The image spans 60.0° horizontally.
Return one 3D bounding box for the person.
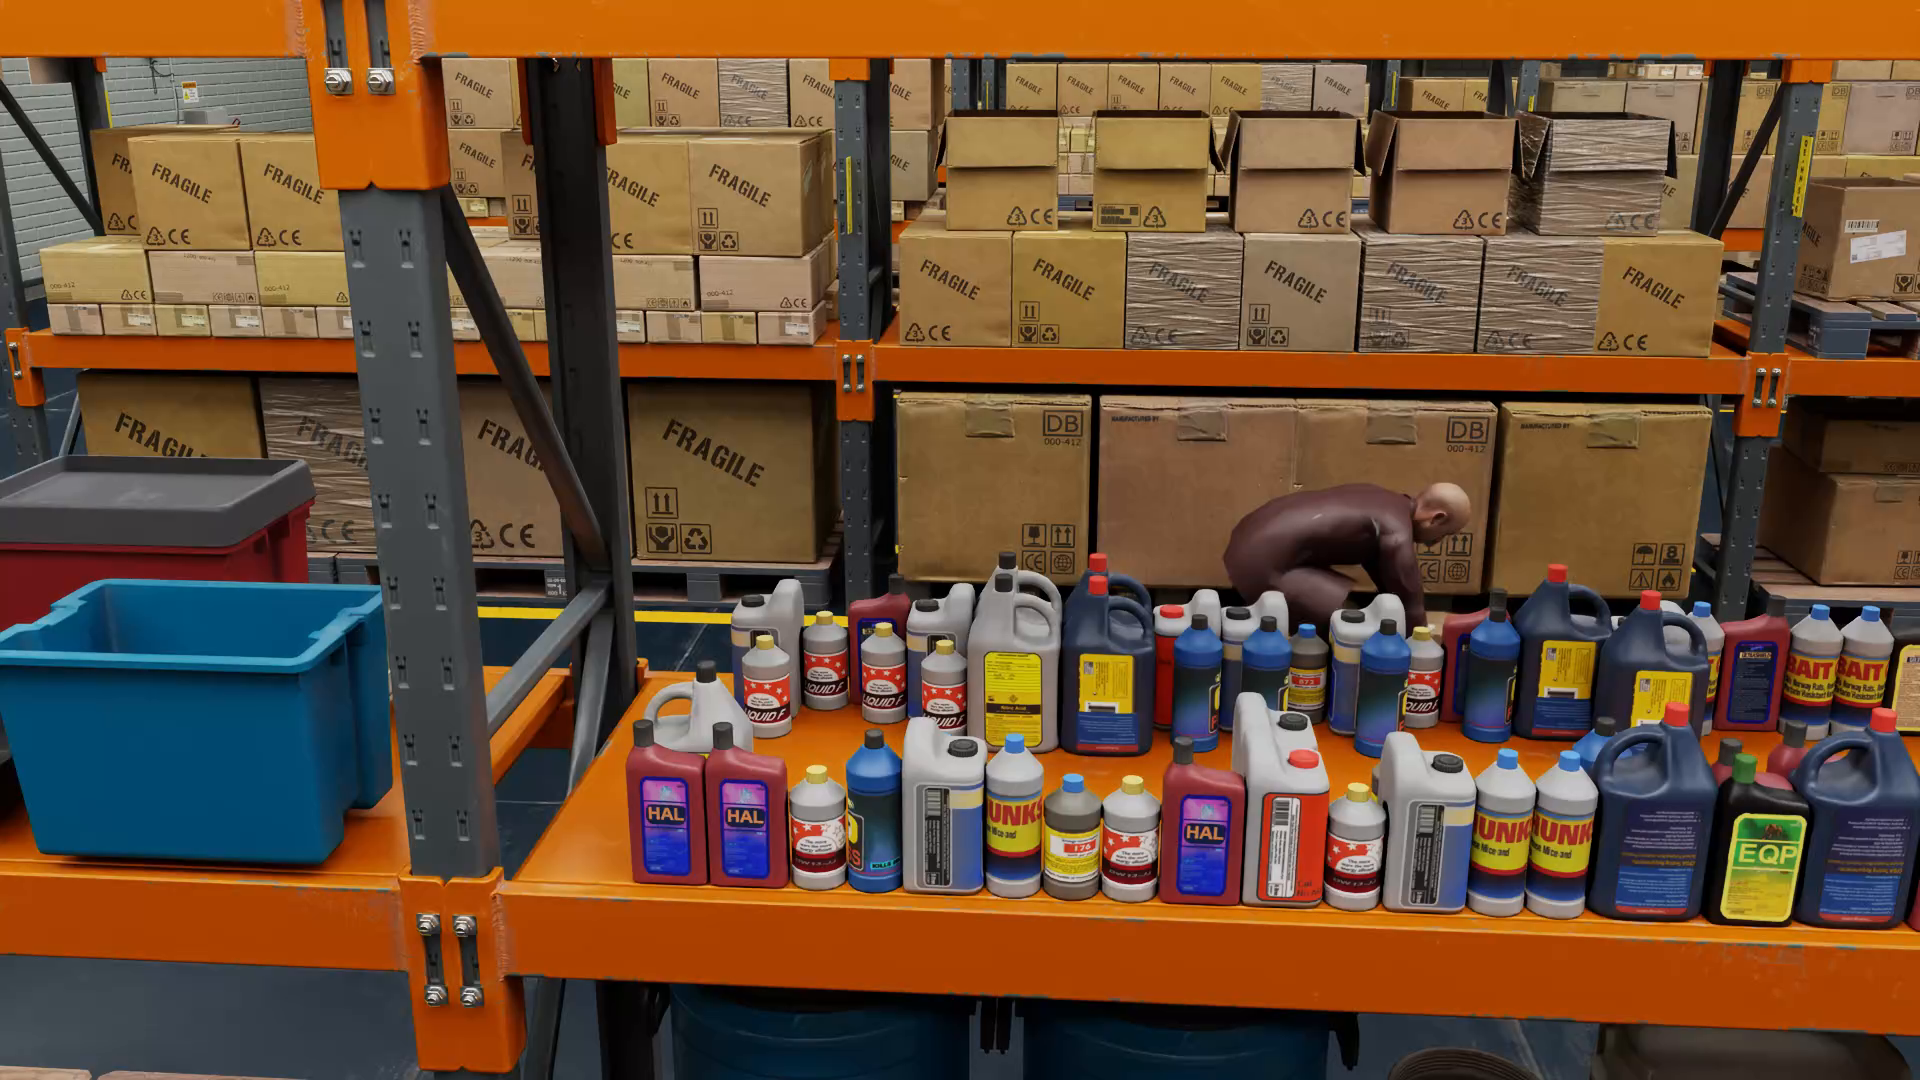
[{"bbox_3d":[1.491,0.276,6.501,0.936,0.996,0.591,0,17,2],"label":"person"}]
